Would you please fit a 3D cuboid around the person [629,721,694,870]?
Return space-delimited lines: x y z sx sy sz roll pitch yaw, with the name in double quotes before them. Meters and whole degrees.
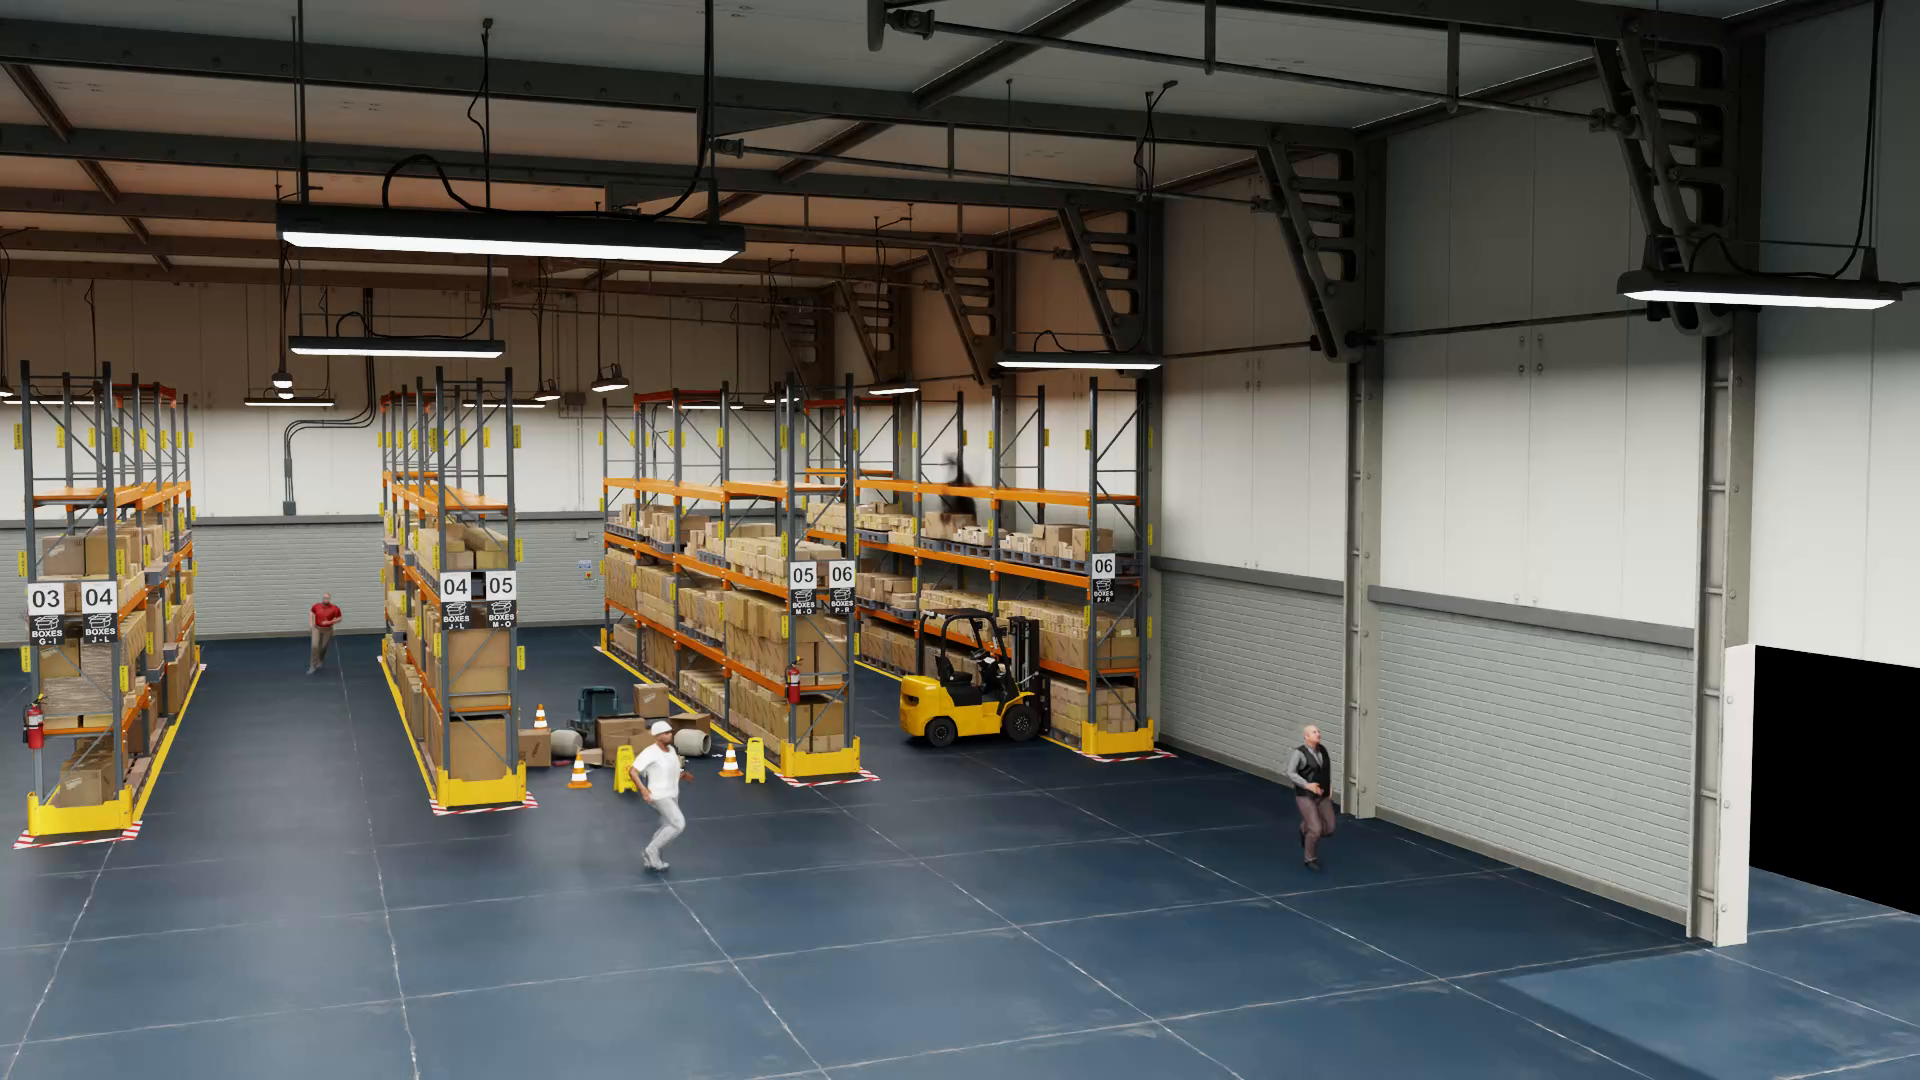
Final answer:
"person" -3.399 2.962 19.257 0.637 1.726 0.682 1 4 18

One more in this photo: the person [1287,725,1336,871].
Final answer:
"person" 4.117 3.000 19.464 0.691 1.686 0.609 -2 4 -30

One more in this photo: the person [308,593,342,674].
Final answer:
"person" -13.755 1.993 36.068 0.683 1.725 0.939 -1 4 -16
